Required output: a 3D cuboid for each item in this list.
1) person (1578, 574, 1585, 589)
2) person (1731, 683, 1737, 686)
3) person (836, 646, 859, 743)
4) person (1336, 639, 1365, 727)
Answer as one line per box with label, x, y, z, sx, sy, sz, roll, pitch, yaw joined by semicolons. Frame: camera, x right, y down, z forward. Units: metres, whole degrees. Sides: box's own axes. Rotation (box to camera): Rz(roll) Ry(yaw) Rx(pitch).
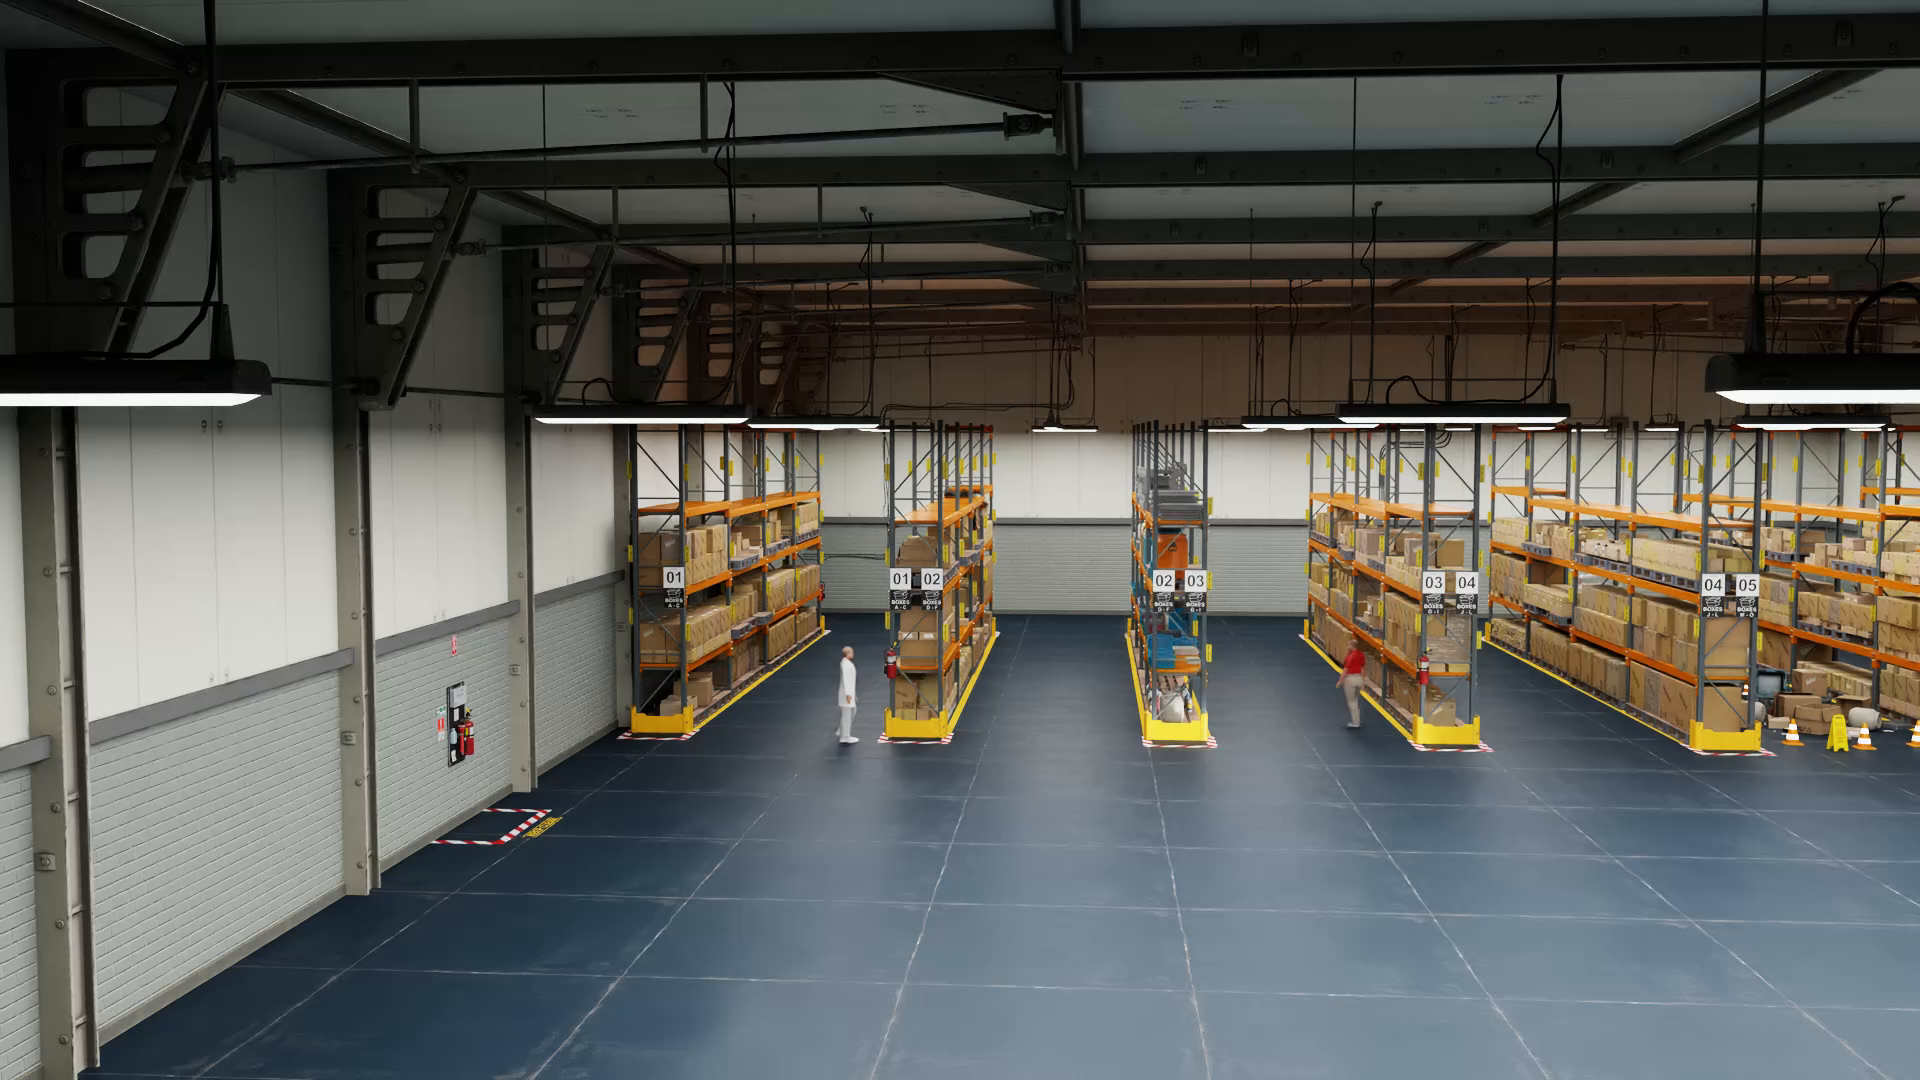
person;17.740;1.837;47.606;1.013;1.752;0.576;0;4;0
person;17.441;2.499;37.715;0.559;1.661;0.822;0;4;-6
person;-2.103;2.888;30.998;0.438;1.811;0.681;0;4;-4
person;7.662;2.836;32.533;0.569;1.808;0.544;-2;4;-30
